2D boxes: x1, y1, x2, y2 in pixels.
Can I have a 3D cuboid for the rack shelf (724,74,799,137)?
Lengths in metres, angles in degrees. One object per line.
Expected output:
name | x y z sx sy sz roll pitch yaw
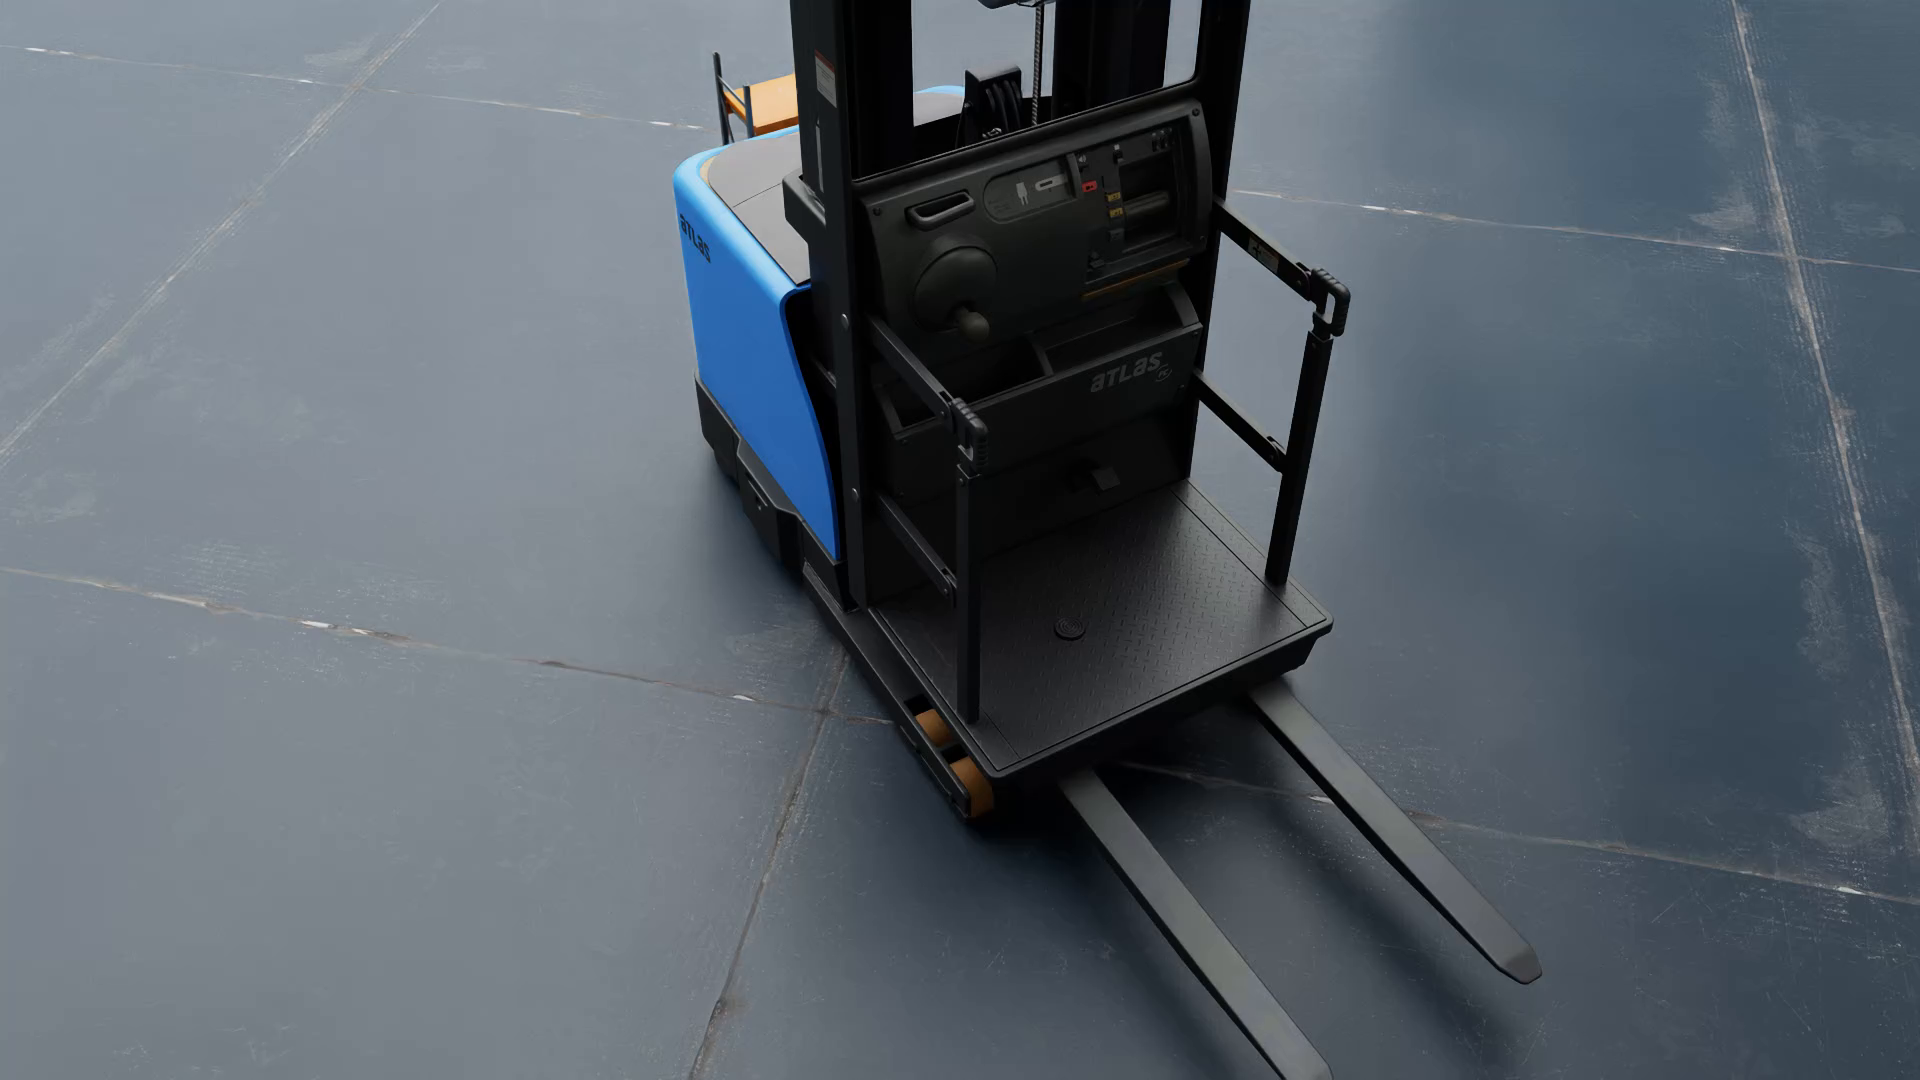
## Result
rack shelf | -0.477 -1.351 5.222 0.480 0.148 0.258 -22 48 -21

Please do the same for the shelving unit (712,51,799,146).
shelving unit | -0.477 -1.068 5.494 0.503 1.200 0.258 -22 48 -21

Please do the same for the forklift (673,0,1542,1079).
forklift | 0.315 -0.677 3.840 1.130 2.935 3.031 -22 48 -21

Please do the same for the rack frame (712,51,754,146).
rack frame | -0.688 -0.983 5.407 0.015 1.200 0.240 -22 48 -21
